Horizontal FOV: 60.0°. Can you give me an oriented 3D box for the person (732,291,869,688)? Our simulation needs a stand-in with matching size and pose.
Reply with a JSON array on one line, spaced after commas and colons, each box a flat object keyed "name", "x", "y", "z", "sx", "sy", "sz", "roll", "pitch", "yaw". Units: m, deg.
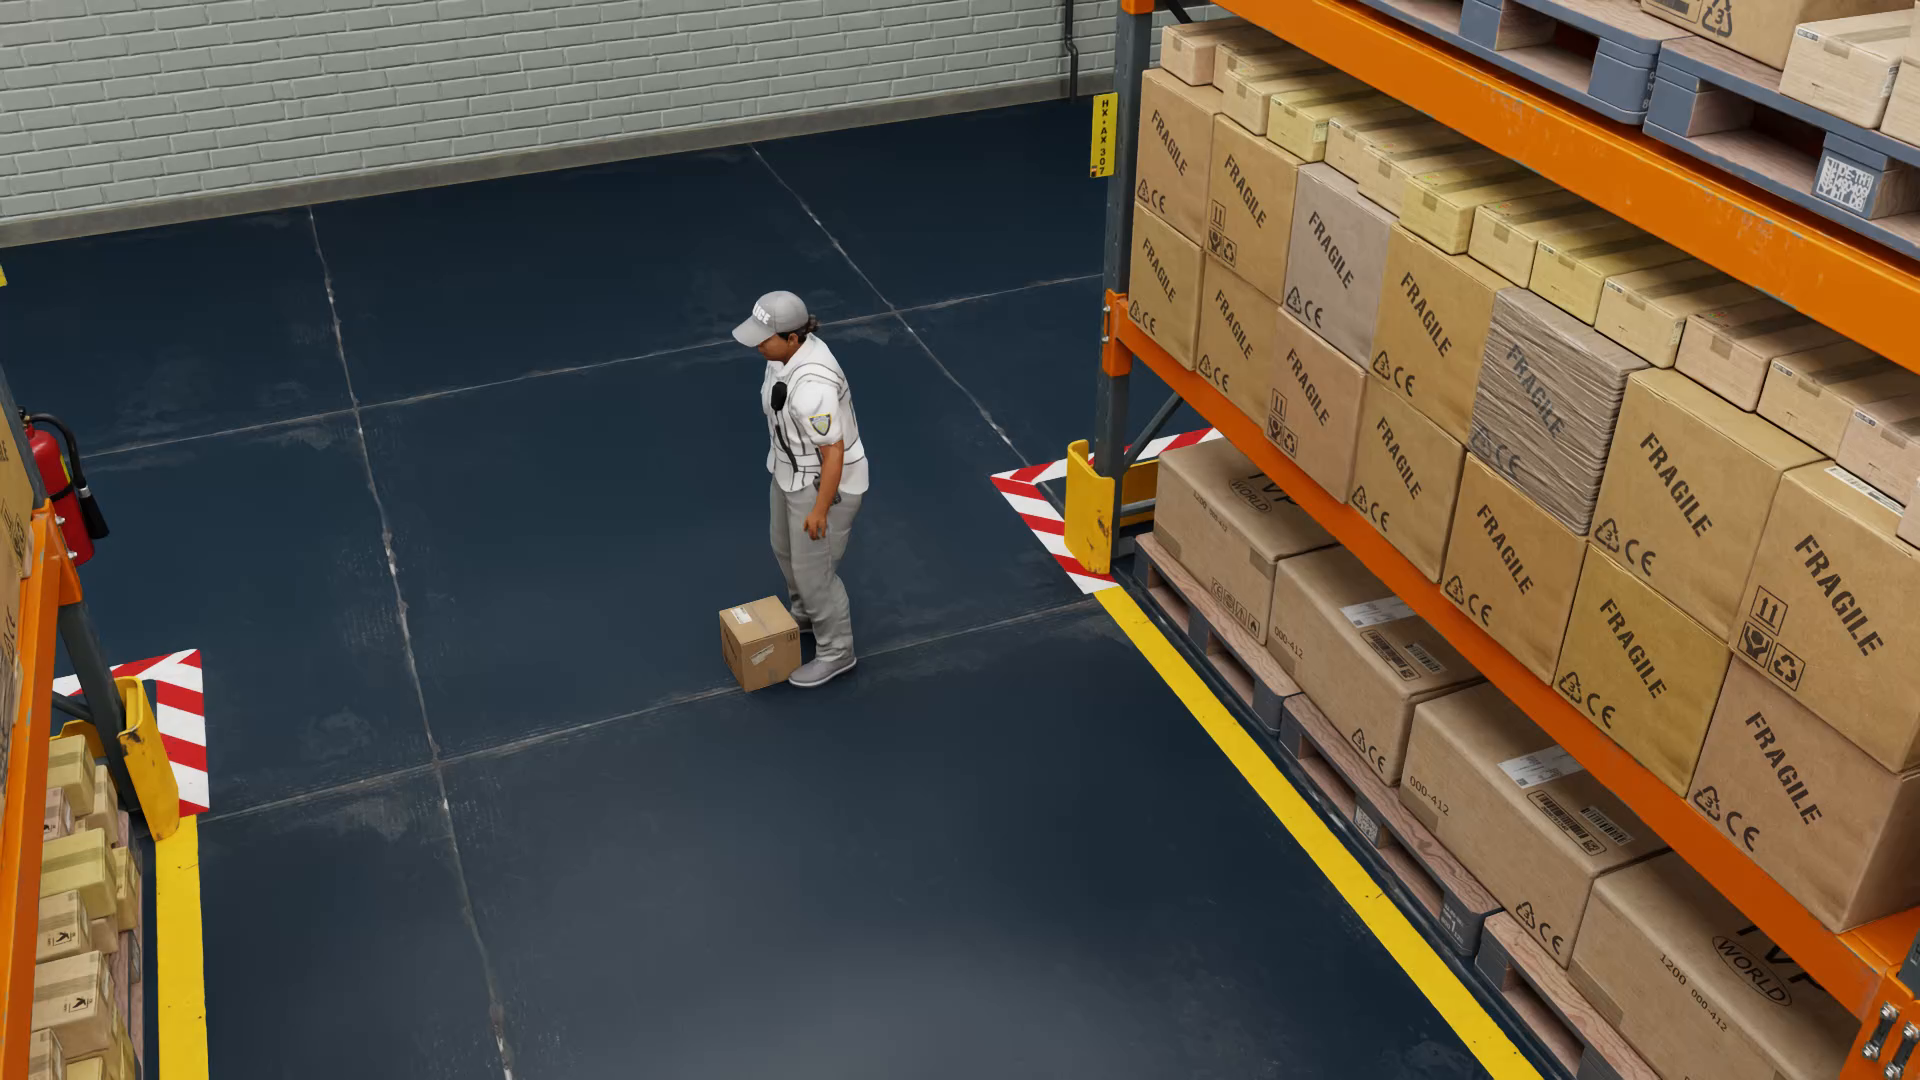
[{"name": "person", "x": -0.610, "y": -0.218, "z": 6.463, "sx": 0.468, "sy": 1.666, "sz": 0.537, "roll": -13, "pitch": 36, "yaw": -18}]
